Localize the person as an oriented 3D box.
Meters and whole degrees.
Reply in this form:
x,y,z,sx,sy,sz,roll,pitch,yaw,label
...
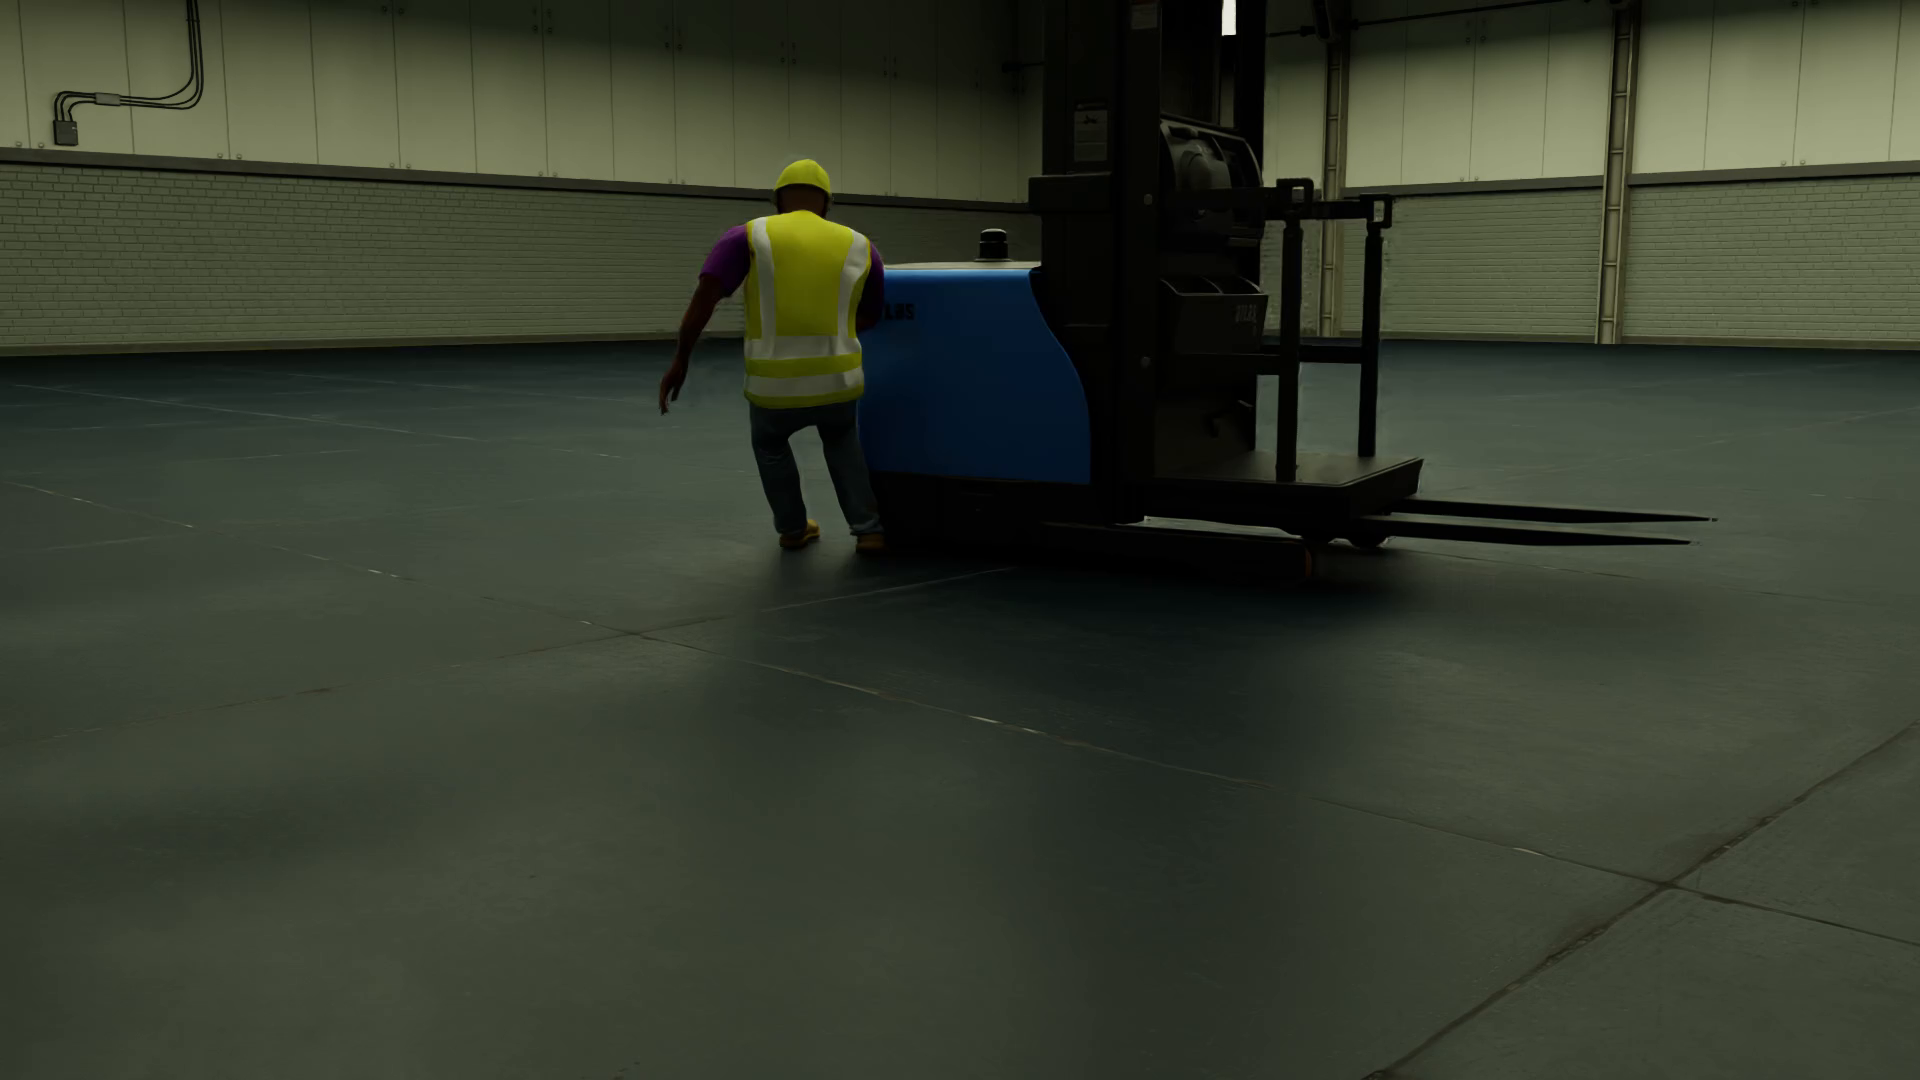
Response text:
x,y,z,sx,sy,sz,roll,pitch,yaw,label
-0.685,-0.632,6.184,0.937,1.525,0.929,-3,9,-16,person

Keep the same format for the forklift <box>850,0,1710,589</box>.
x,y,z,sx,sy,sz,roll,pitch,yaw,label
1.109,-1.375,6.005,3.031,2.935,1.130,5,10,29,forklift
